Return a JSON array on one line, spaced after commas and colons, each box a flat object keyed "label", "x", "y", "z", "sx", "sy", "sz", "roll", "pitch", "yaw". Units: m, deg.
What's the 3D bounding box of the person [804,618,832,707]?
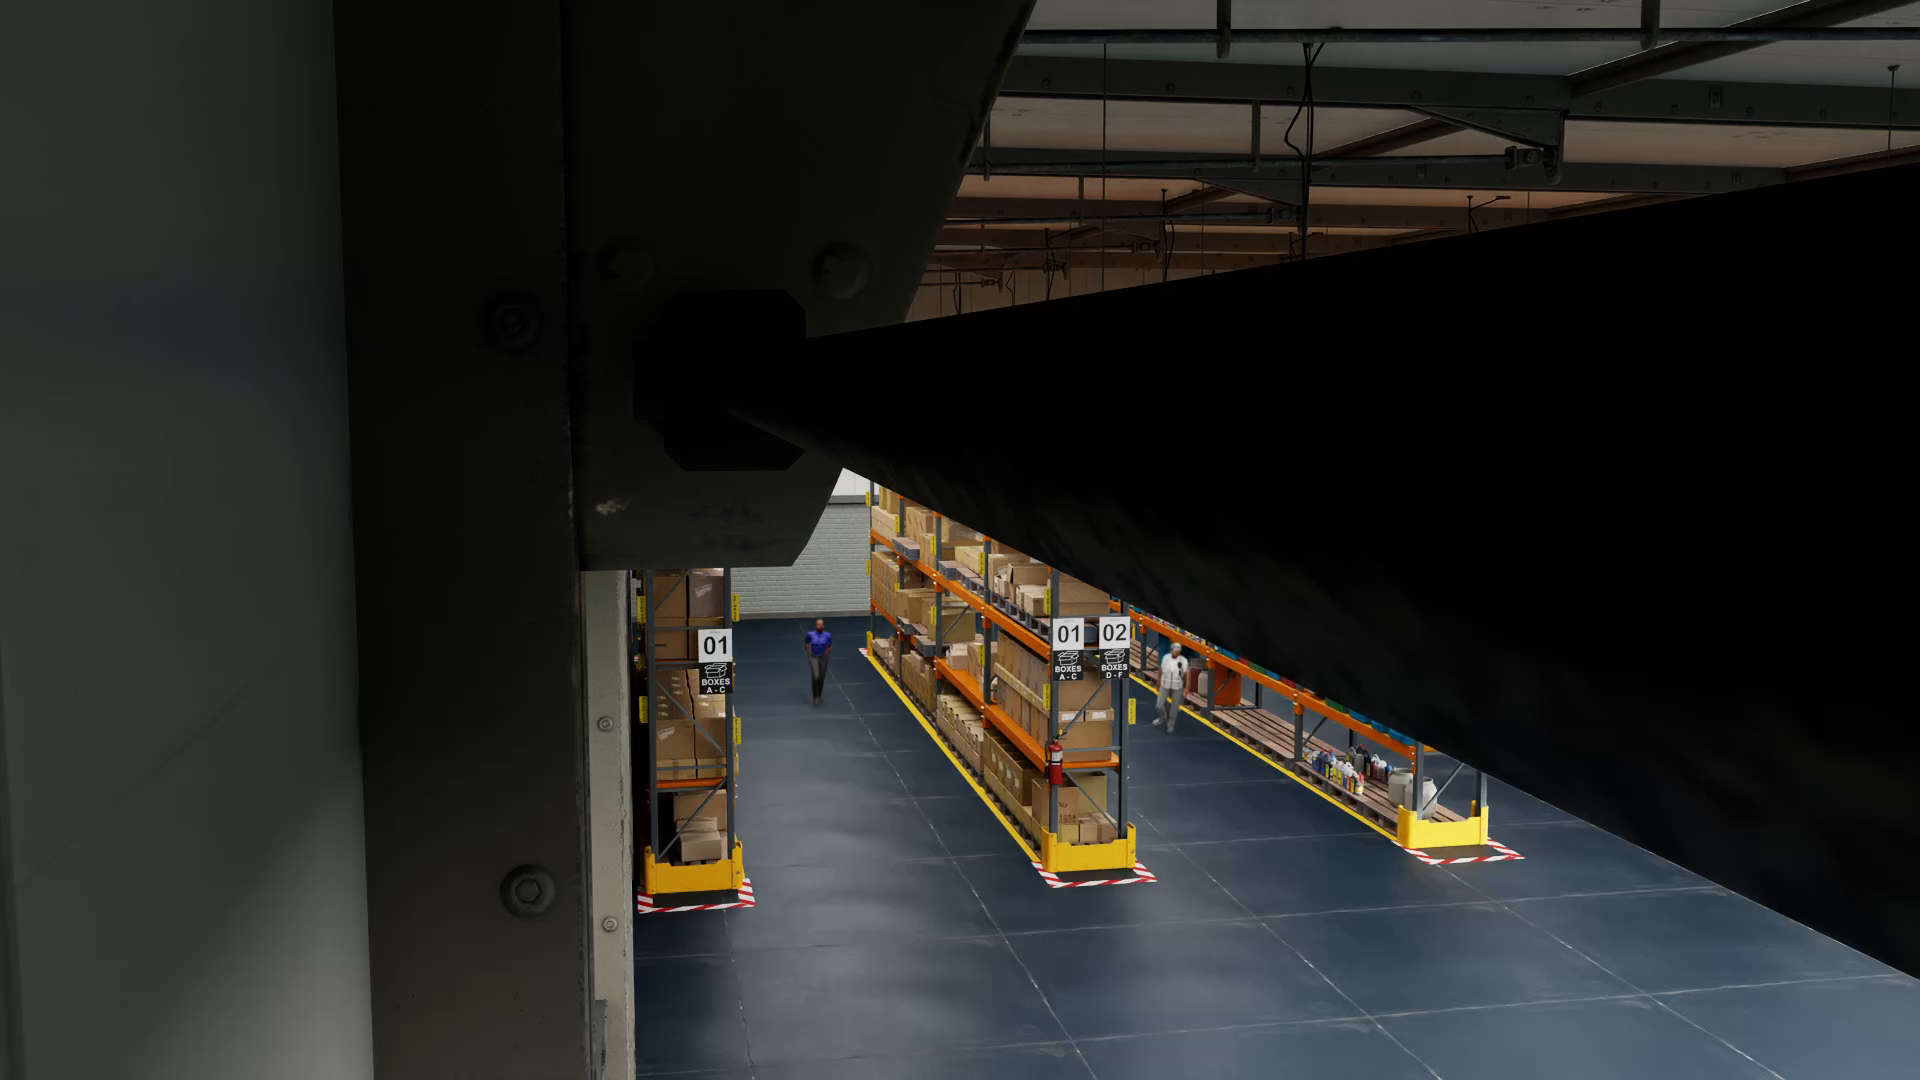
[{"label": "person", "x": -2.639, "y": 2.291, "z": 31.114, "sx": 0.486, "sy": 1.657, "sz": 0.802, "roll": -2, "pitch": 6, "yaw": -17}]

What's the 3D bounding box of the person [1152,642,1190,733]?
[{"label": "person", "x": 3.643, "y": 2.537, "z": 28.750, "sx": 0.664, "sy": 1.620, "sz": 0.607, "roll": 2, "pitch": 6, "yaw": 15}]
